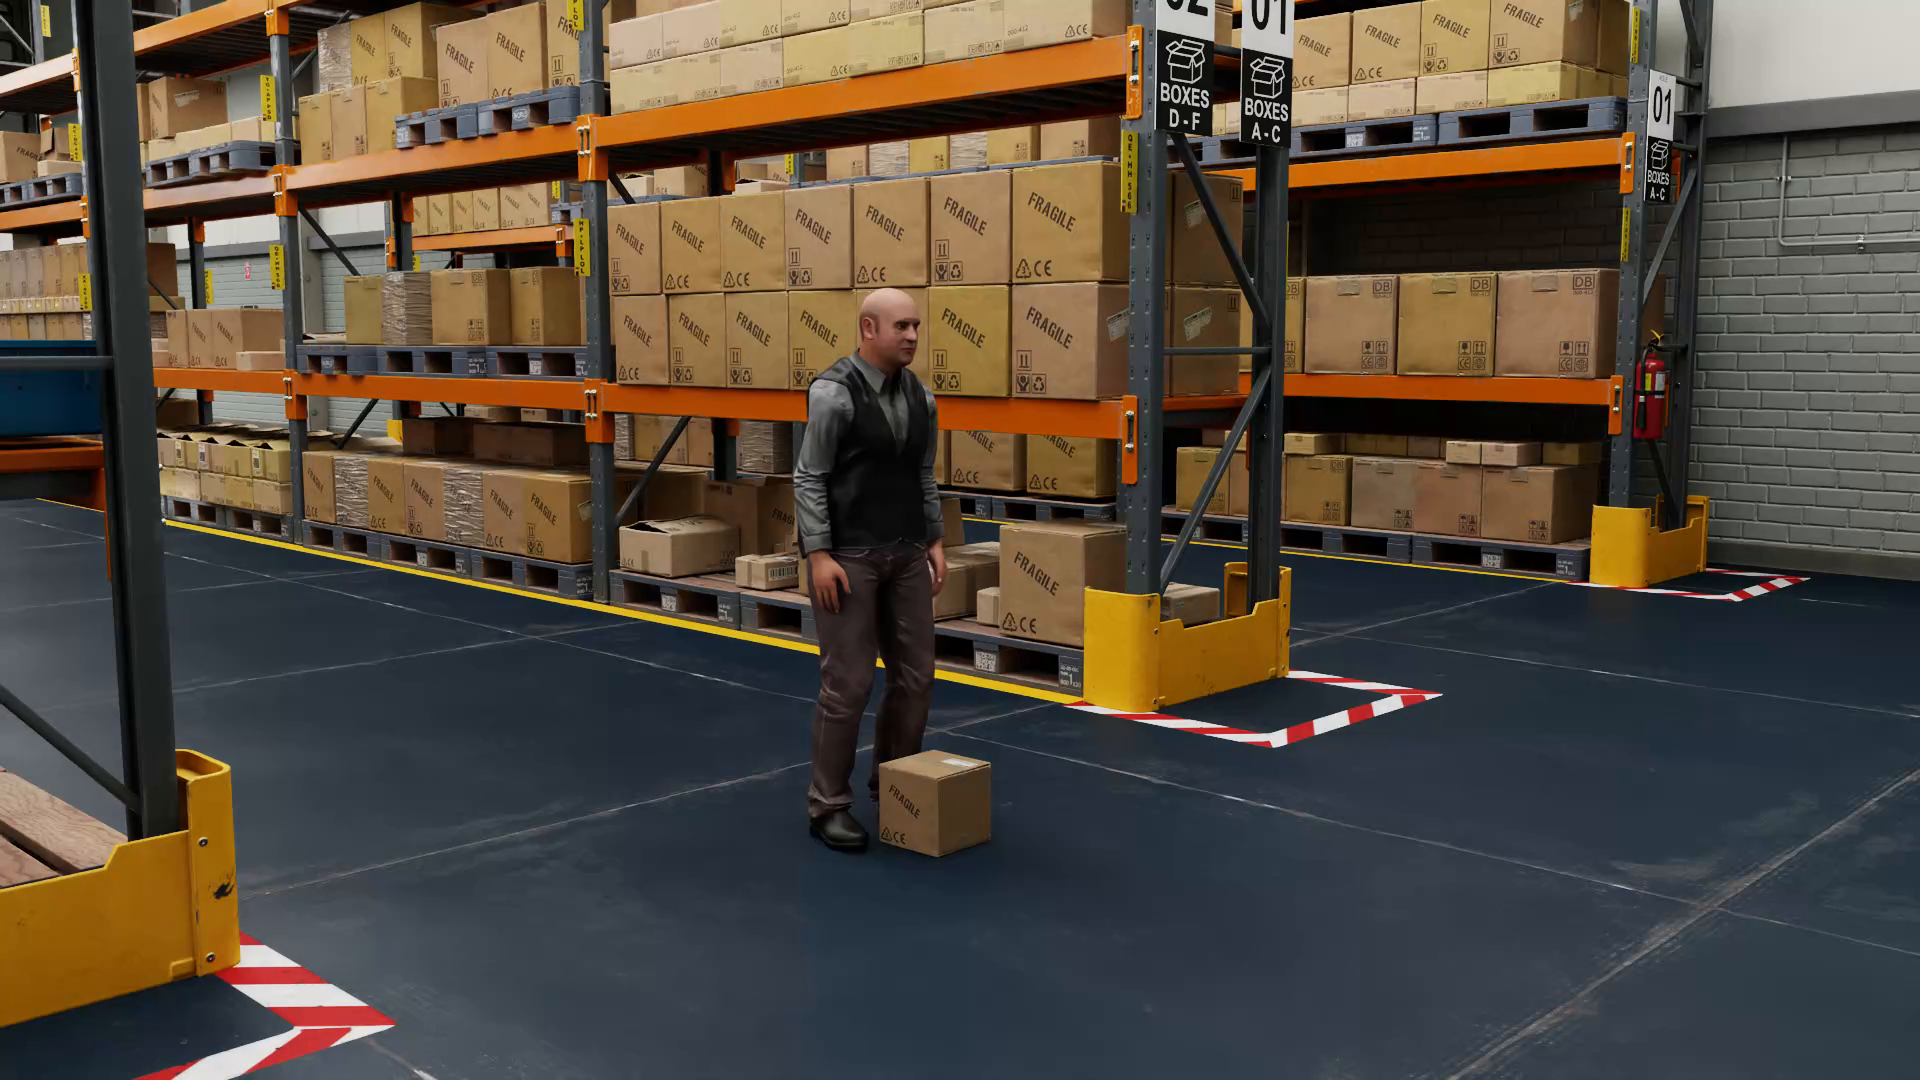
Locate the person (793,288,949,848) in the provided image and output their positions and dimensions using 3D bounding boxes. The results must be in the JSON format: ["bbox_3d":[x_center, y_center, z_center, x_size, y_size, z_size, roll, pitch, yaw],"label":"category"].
[{"bbox_3d":[-0.271,0.070,5.281,0.460,1.722,0.580,7,10,44],"label":"person"}]
